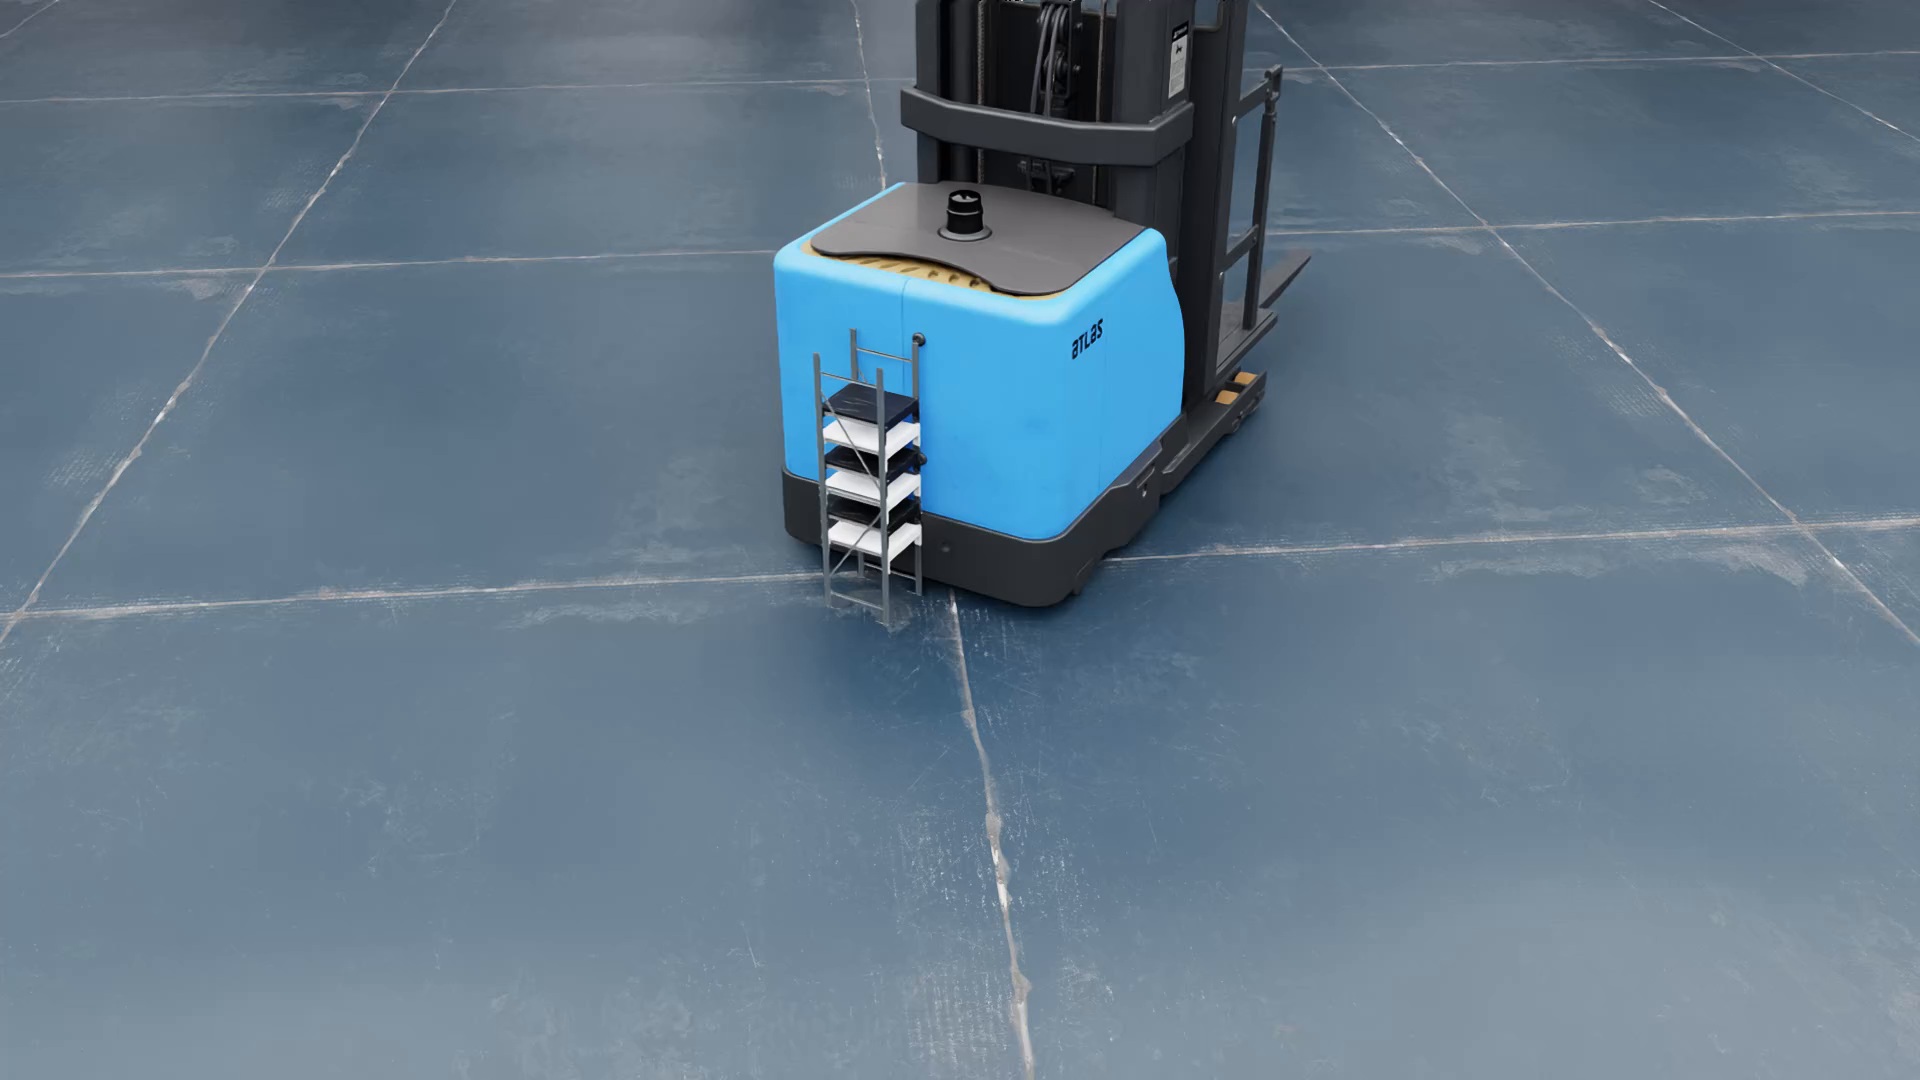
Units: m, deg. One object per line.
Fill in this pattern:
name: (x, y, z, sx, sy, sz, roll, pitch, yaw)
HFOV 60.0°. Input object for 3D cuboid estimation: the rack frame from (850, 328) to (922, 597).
rack frame: (-0.231, -0.231, 5.259, 0.240, 0.900, 0.006, 16, 34, 25)

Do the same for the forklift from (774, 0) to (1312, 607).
forklift: (0.556, -1.773, 5.860, 1.130, 2.935, 3.031, 16, 34, 25)

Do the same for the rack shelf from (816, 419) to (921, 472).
rack shelf: (-0.280, -0.311, 5.108, 0.258, 0.077, 0.200, 16, 34, 25)

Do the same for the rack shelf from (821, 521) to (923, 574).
rack shelf: (-0.280, -0.002, 5.292, 0.258, 0.077, 0.200, 16, 34, 25)

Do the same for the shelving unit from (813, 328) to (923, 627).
shelving unit: (-0.280, -0.185, 5.183, 0.258, 0.900, 0.210, 16, 34, 25)

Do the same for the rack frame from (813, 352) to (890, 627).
rack frame: (-0.329, -0.140, 5.106, 0.240, 0.900, 0.006, 16, 34, 25)

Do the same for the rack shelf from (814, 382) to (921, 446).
rack shelf: (-0.280, -0.389, 5.061, 0.258, 0.077, 0.200, 16, 34, 25)

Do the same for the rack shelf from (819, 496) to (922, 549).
rack shelf: (-0.280, -0.079, 5.246, 0.258, 0.077, 0.200, 16, 34, 25)

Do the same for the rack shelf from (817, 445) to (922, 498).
rack shelf: (-0.280, -0.234, 5.154, 0.258, 0.077, 0.200, 16, 34, 25)

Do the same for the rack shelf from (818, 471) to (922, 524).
rack shelf: (-0.280, -0.157, 5.200, 0.258, 0.077, 0.200, 16, 34, 25)
